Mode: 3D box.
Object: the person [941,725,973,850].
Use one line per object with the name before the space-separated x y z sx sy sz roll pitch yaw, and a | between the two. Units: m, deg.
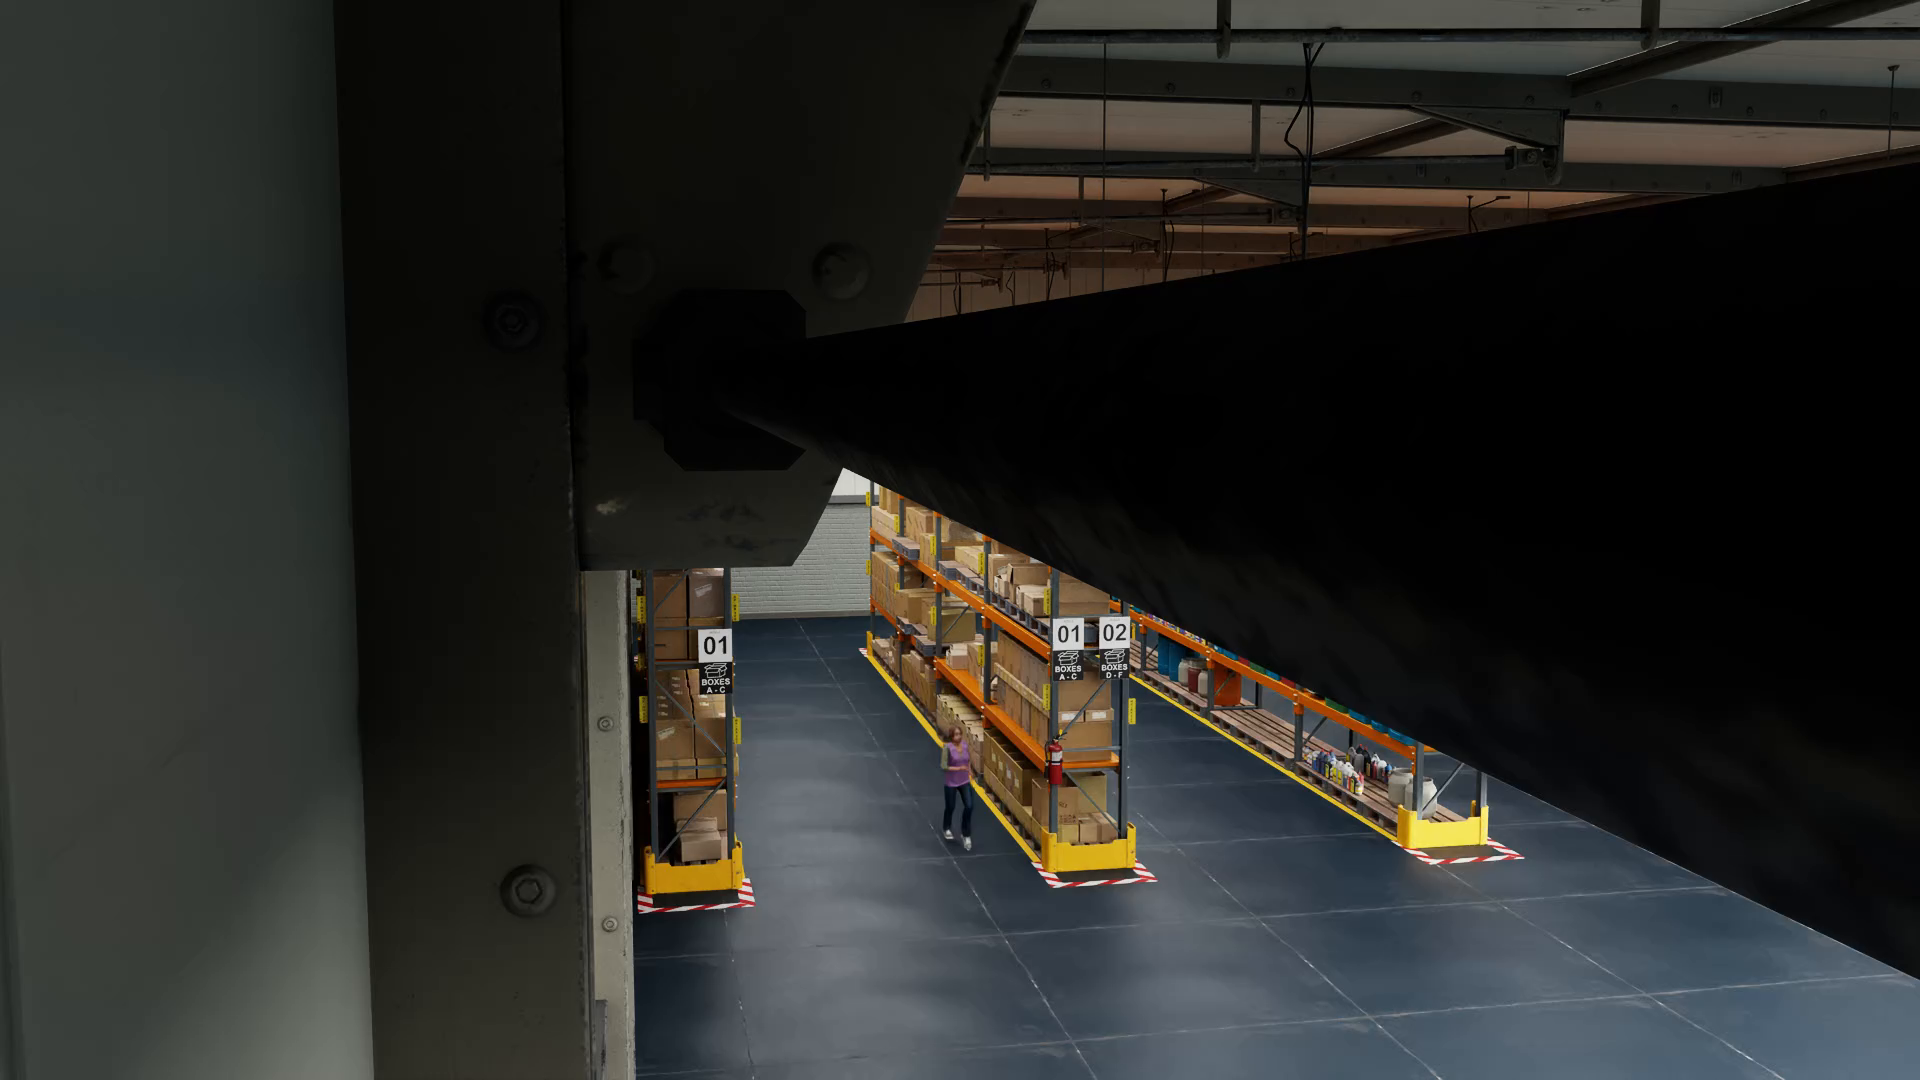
person | -0.035 3.245 21.930 0.504 1.638 0.711 -2 6 -21
